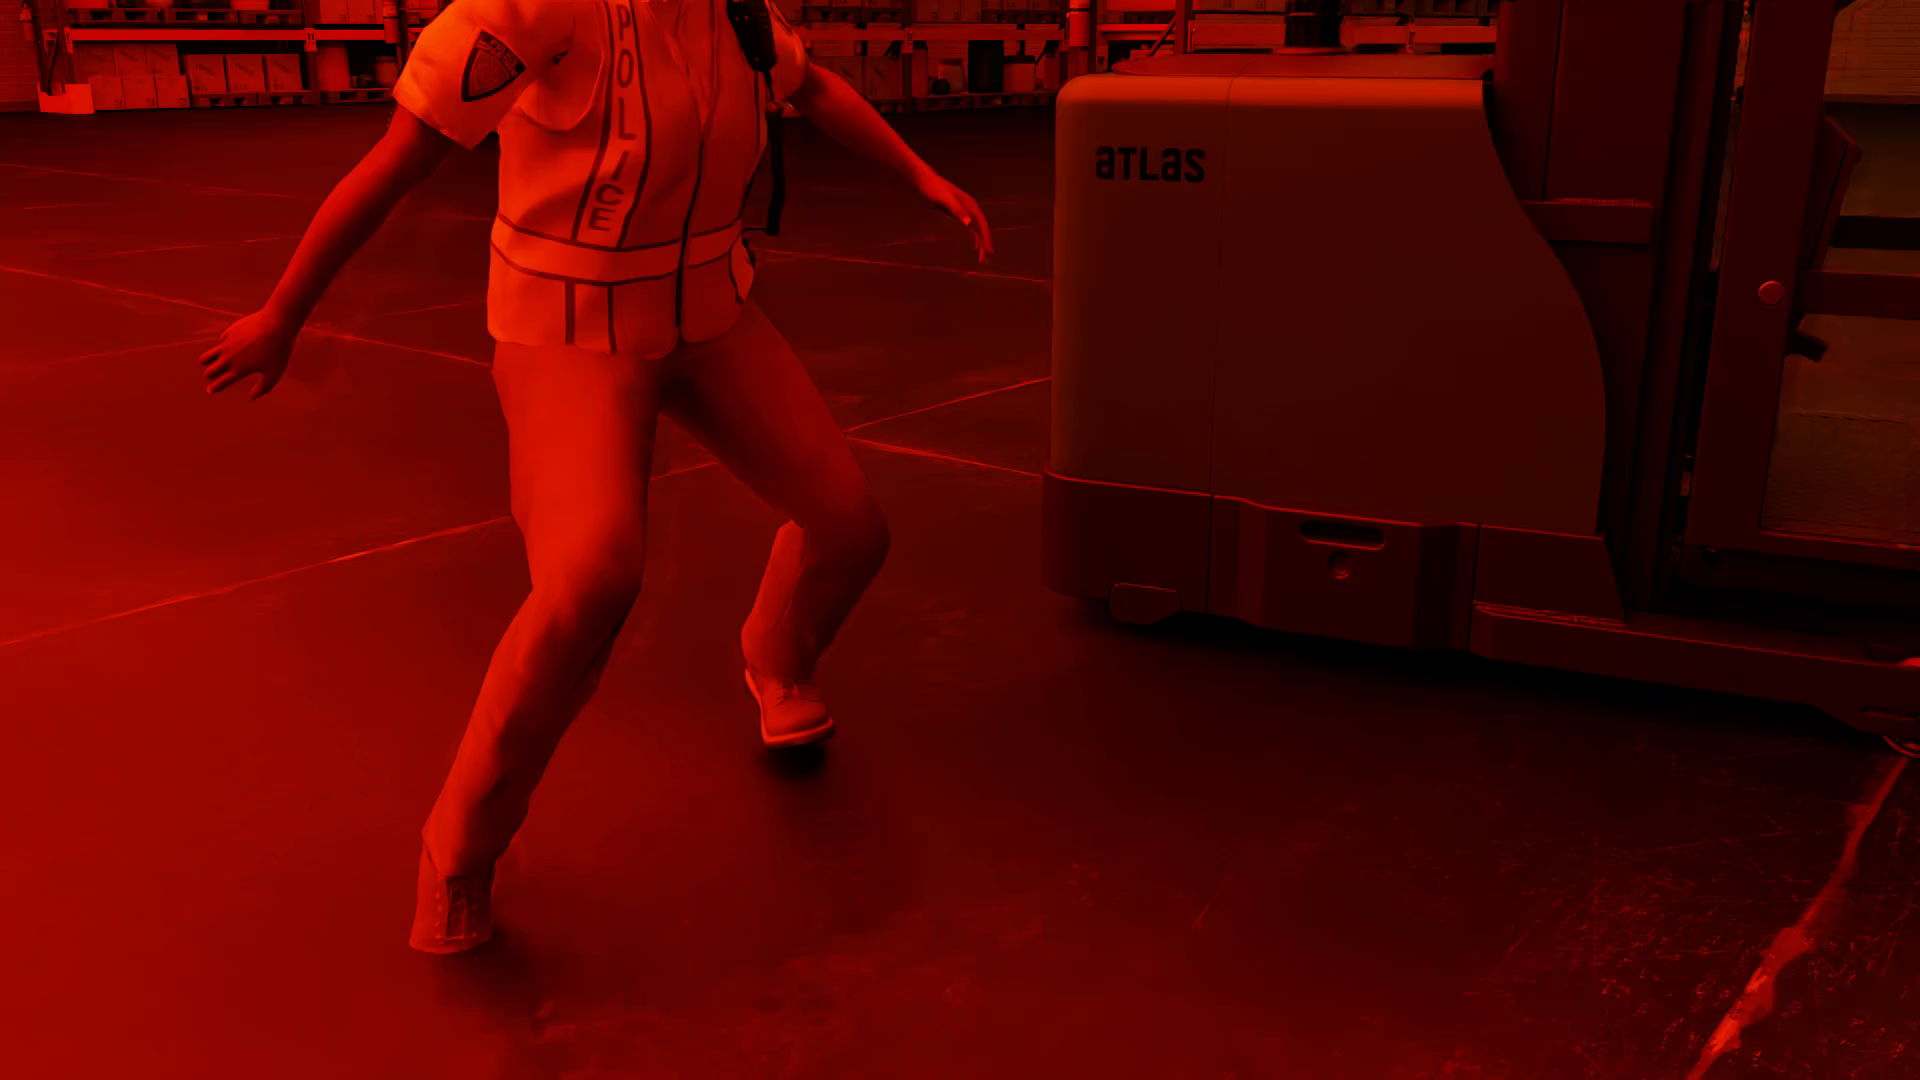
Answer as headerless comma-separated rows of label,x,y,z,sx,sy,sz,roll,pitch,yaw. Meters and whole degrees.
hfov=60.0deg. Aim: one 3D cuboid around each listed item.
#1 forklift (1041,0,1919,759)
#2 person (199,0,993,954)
forklift,1.729,-1.192,2.823,3.031,2.935,1.130,7,18,23
person,-0.453,-0.228,2.302,0.553,1.604,0.975,14,22,39
